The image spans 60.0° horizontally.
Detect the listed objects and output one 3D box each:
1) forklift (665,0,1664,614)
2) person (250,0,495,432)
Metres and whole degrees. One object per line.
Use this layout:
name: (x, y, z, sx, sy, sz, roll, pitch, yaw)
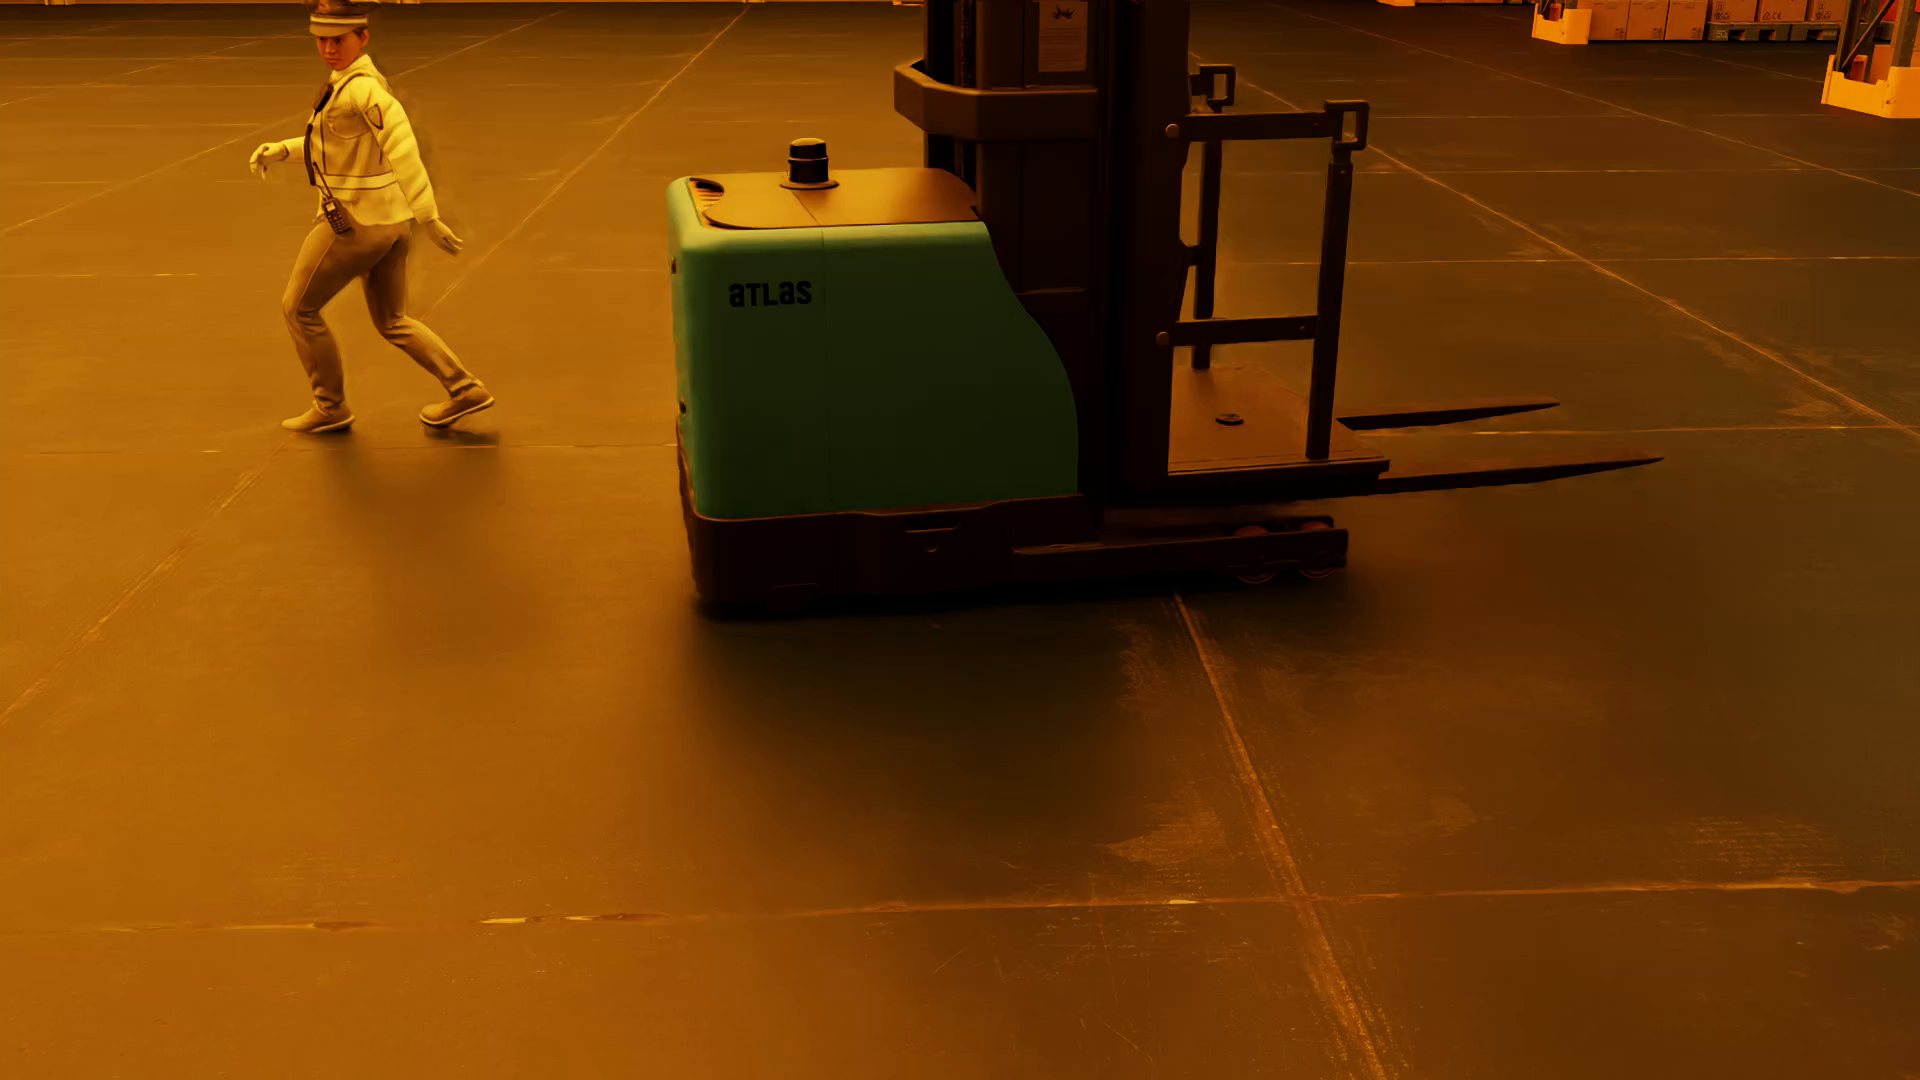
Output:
forklift: (0.665, -1.420, 4.779, 3.031, 2.935, 1.130, -4, 22, -11)
person: (-2.131, -1.121, 5.920, 0.853, 1.591, 0.517, 2, 21, 4)
